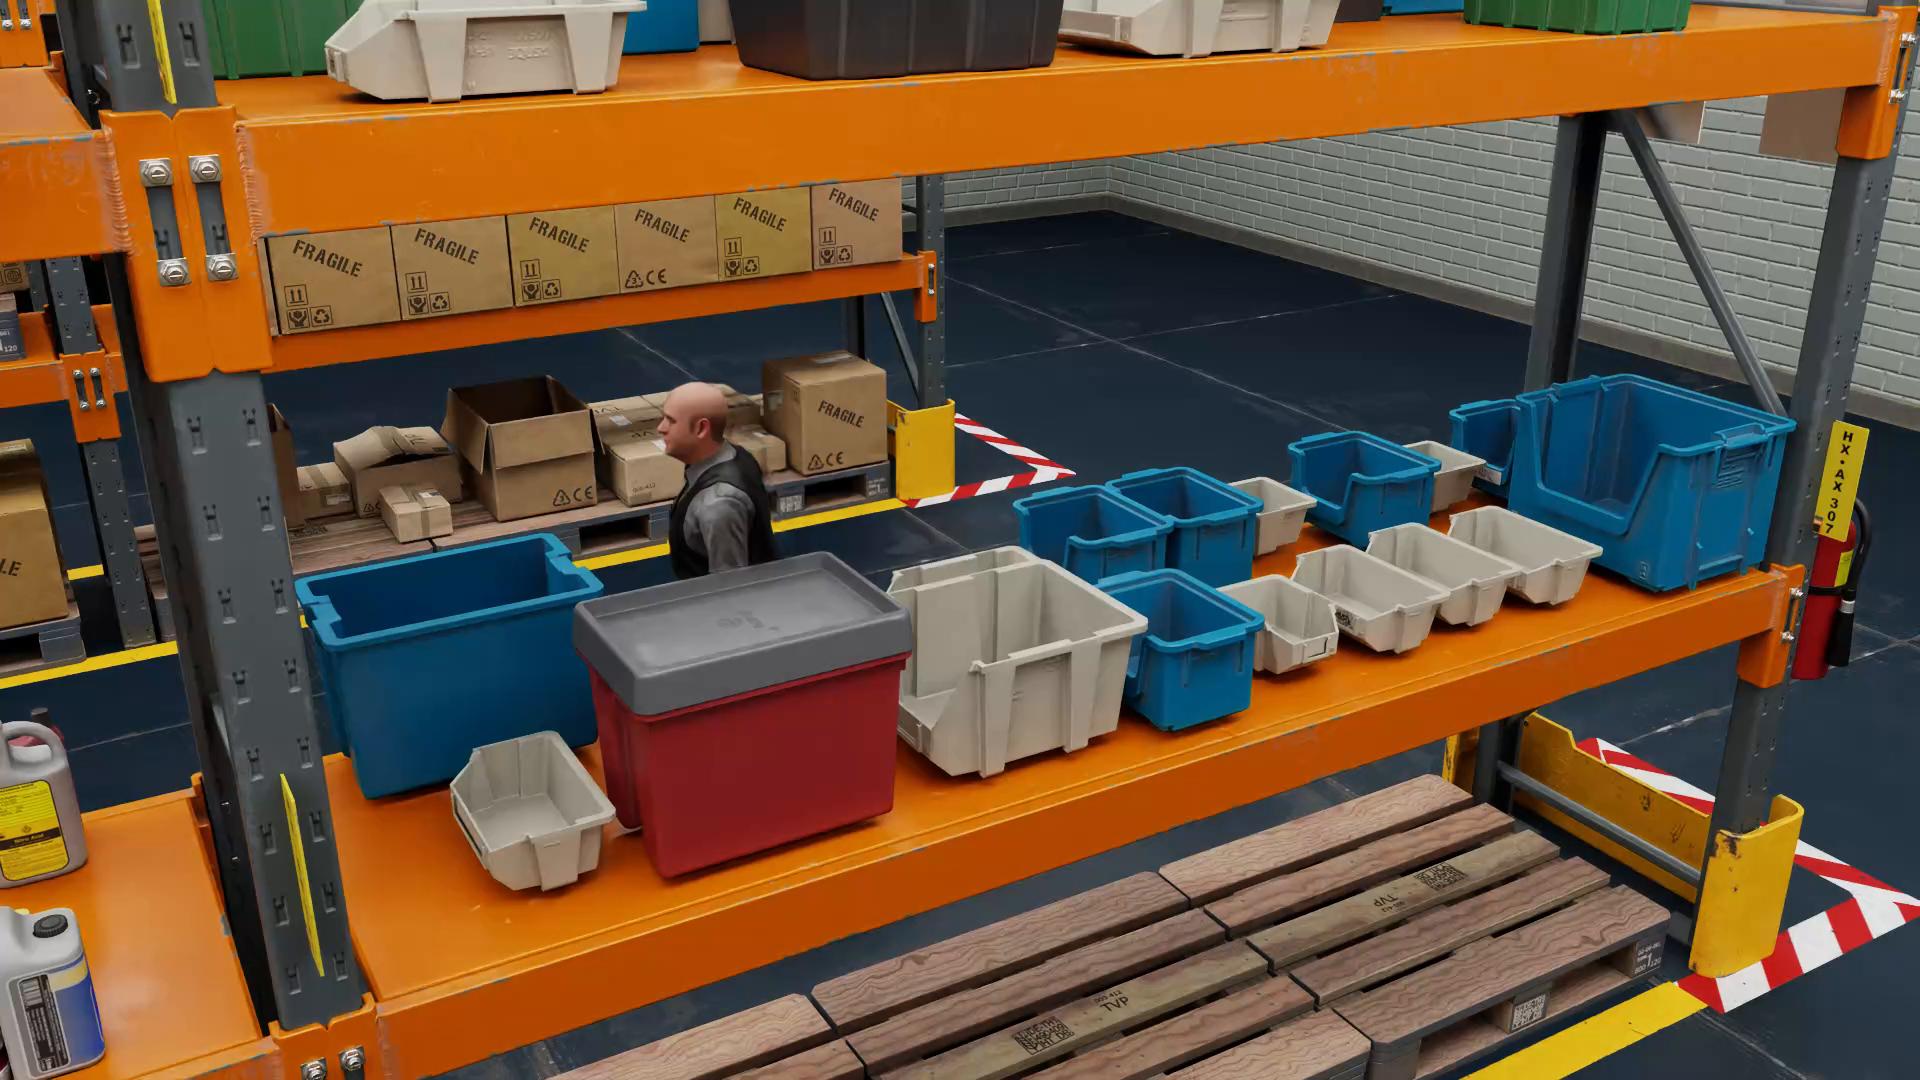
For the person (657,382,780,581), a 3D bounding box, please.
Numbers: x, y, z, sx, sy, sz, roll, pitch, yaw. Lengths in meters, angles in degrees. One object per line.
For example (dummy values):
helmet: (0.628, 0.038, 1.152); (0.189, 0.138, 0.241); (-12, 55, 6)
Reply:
person: (-0.689, 0.292, 5.444); (0.958, 1.668, 0.569); (-4, 22, -10)
